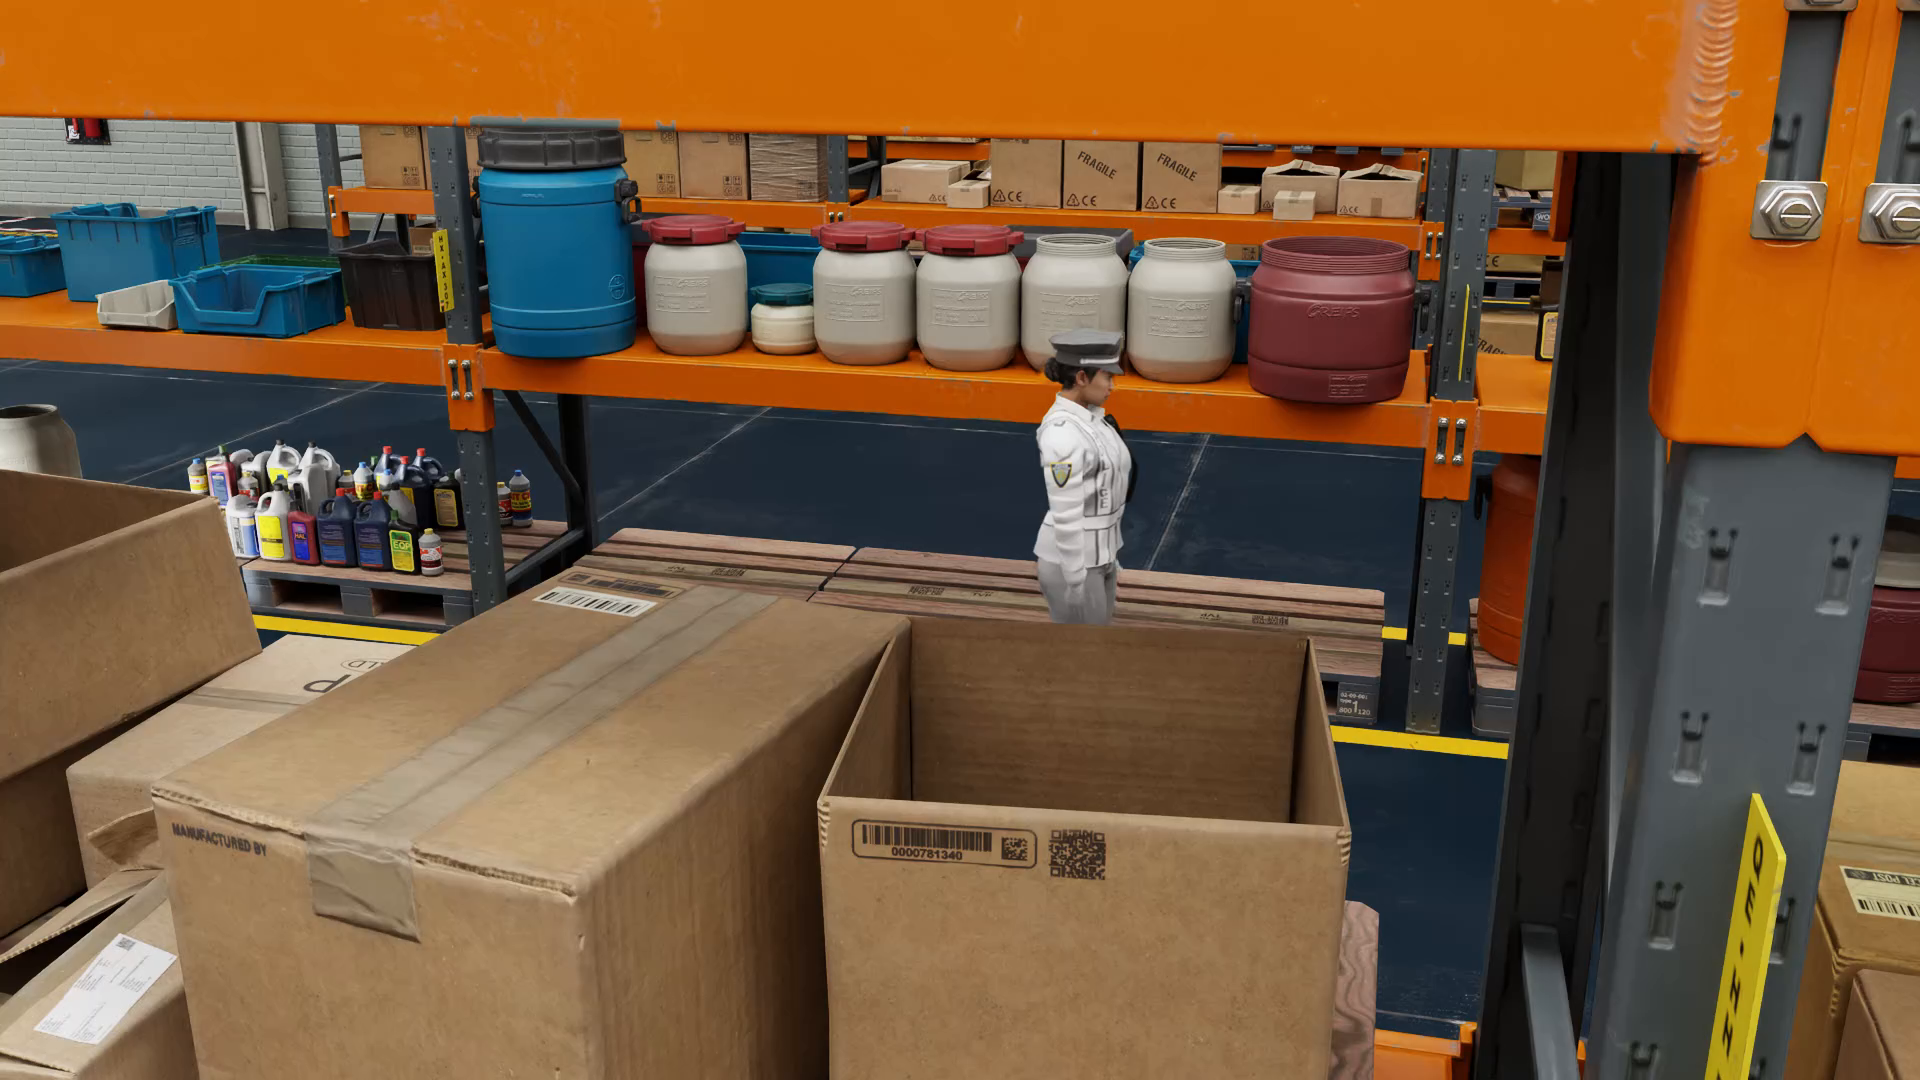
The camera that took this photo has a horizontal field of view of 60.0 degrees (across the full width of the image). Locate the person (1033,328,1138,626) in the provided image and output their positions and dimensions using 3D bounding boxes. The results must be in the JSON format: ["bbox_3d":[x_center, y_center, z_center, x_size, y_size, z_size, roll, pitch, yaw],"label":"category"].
[{"bbox_3d":[0.427,0.094,5.795,0.328,1.670,0.447,5,19,15],"label":"person"}]
